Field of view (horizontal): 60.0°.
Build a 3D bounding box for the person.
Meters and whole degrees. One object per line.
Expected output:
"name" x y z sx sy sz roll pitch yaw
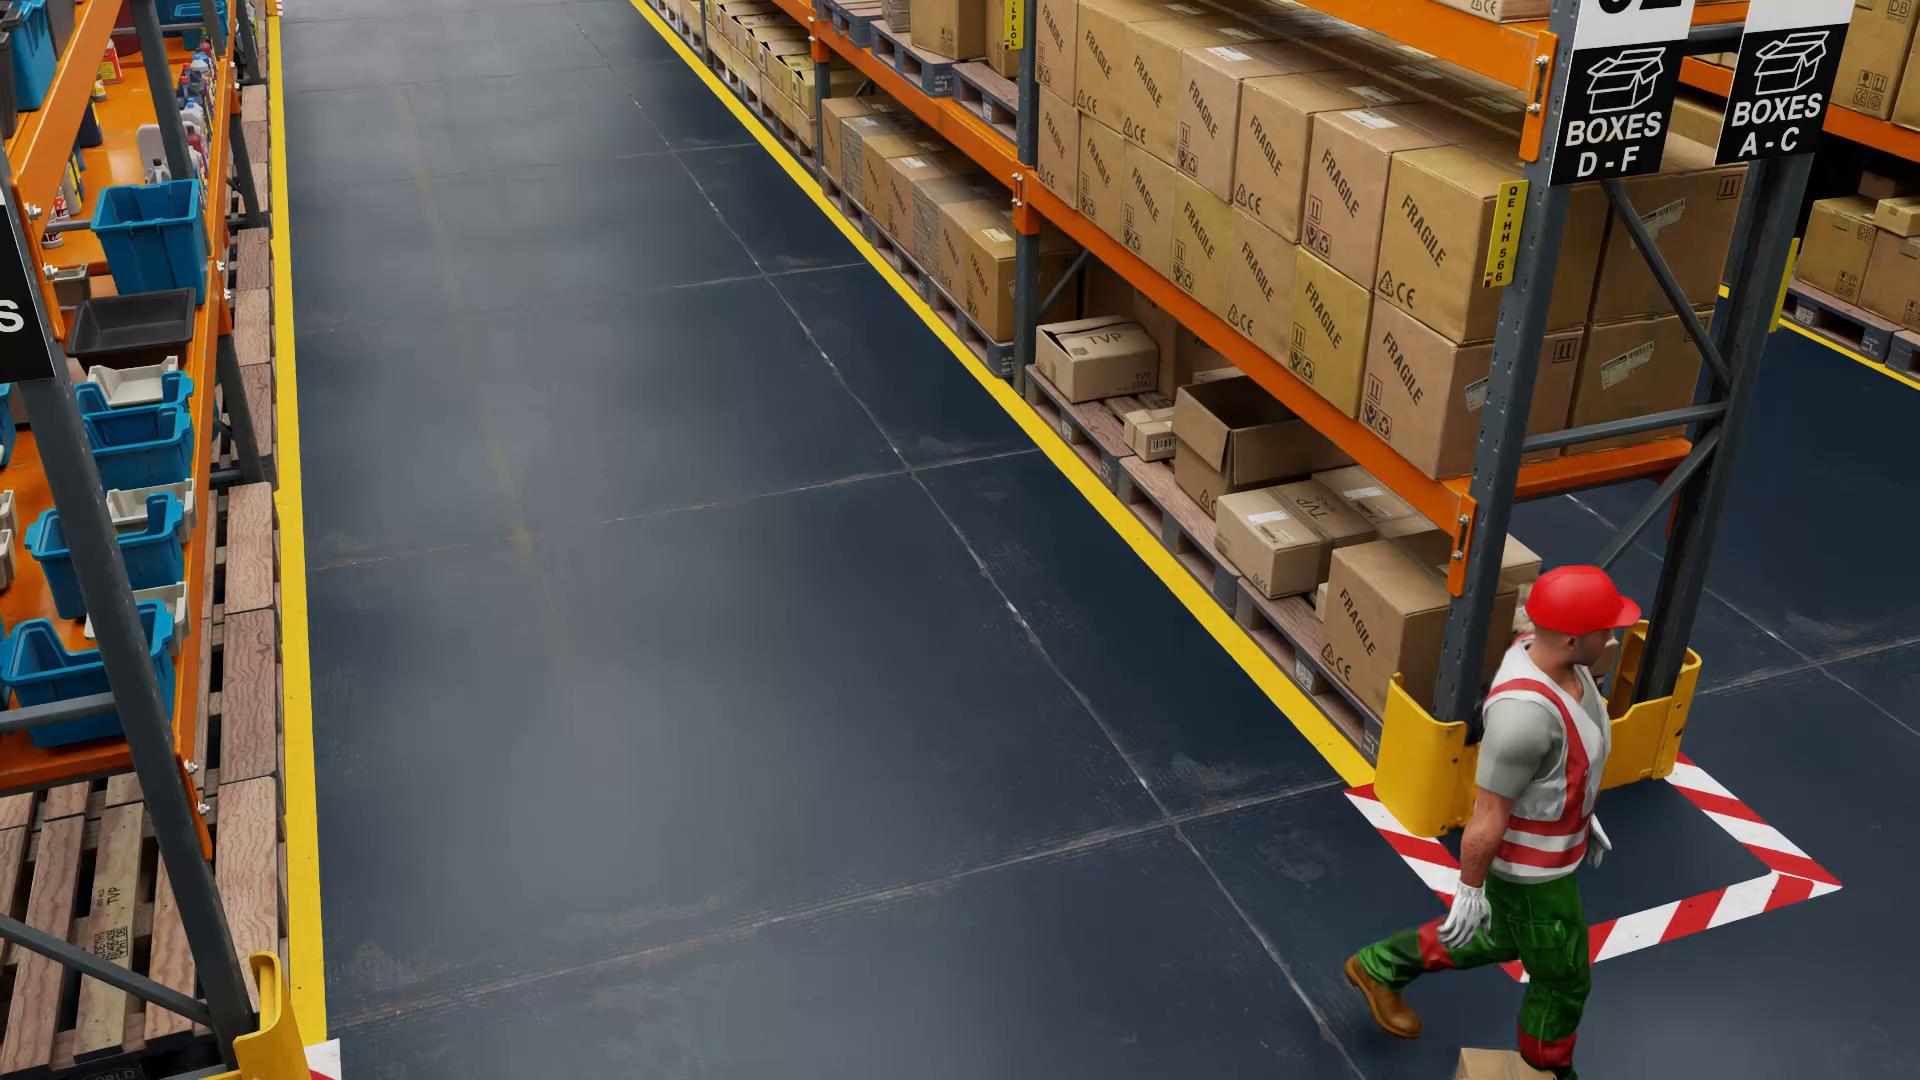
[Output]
"person" 1.561 0.861 4.594 0.905 1.763 0.617 15 33 25
